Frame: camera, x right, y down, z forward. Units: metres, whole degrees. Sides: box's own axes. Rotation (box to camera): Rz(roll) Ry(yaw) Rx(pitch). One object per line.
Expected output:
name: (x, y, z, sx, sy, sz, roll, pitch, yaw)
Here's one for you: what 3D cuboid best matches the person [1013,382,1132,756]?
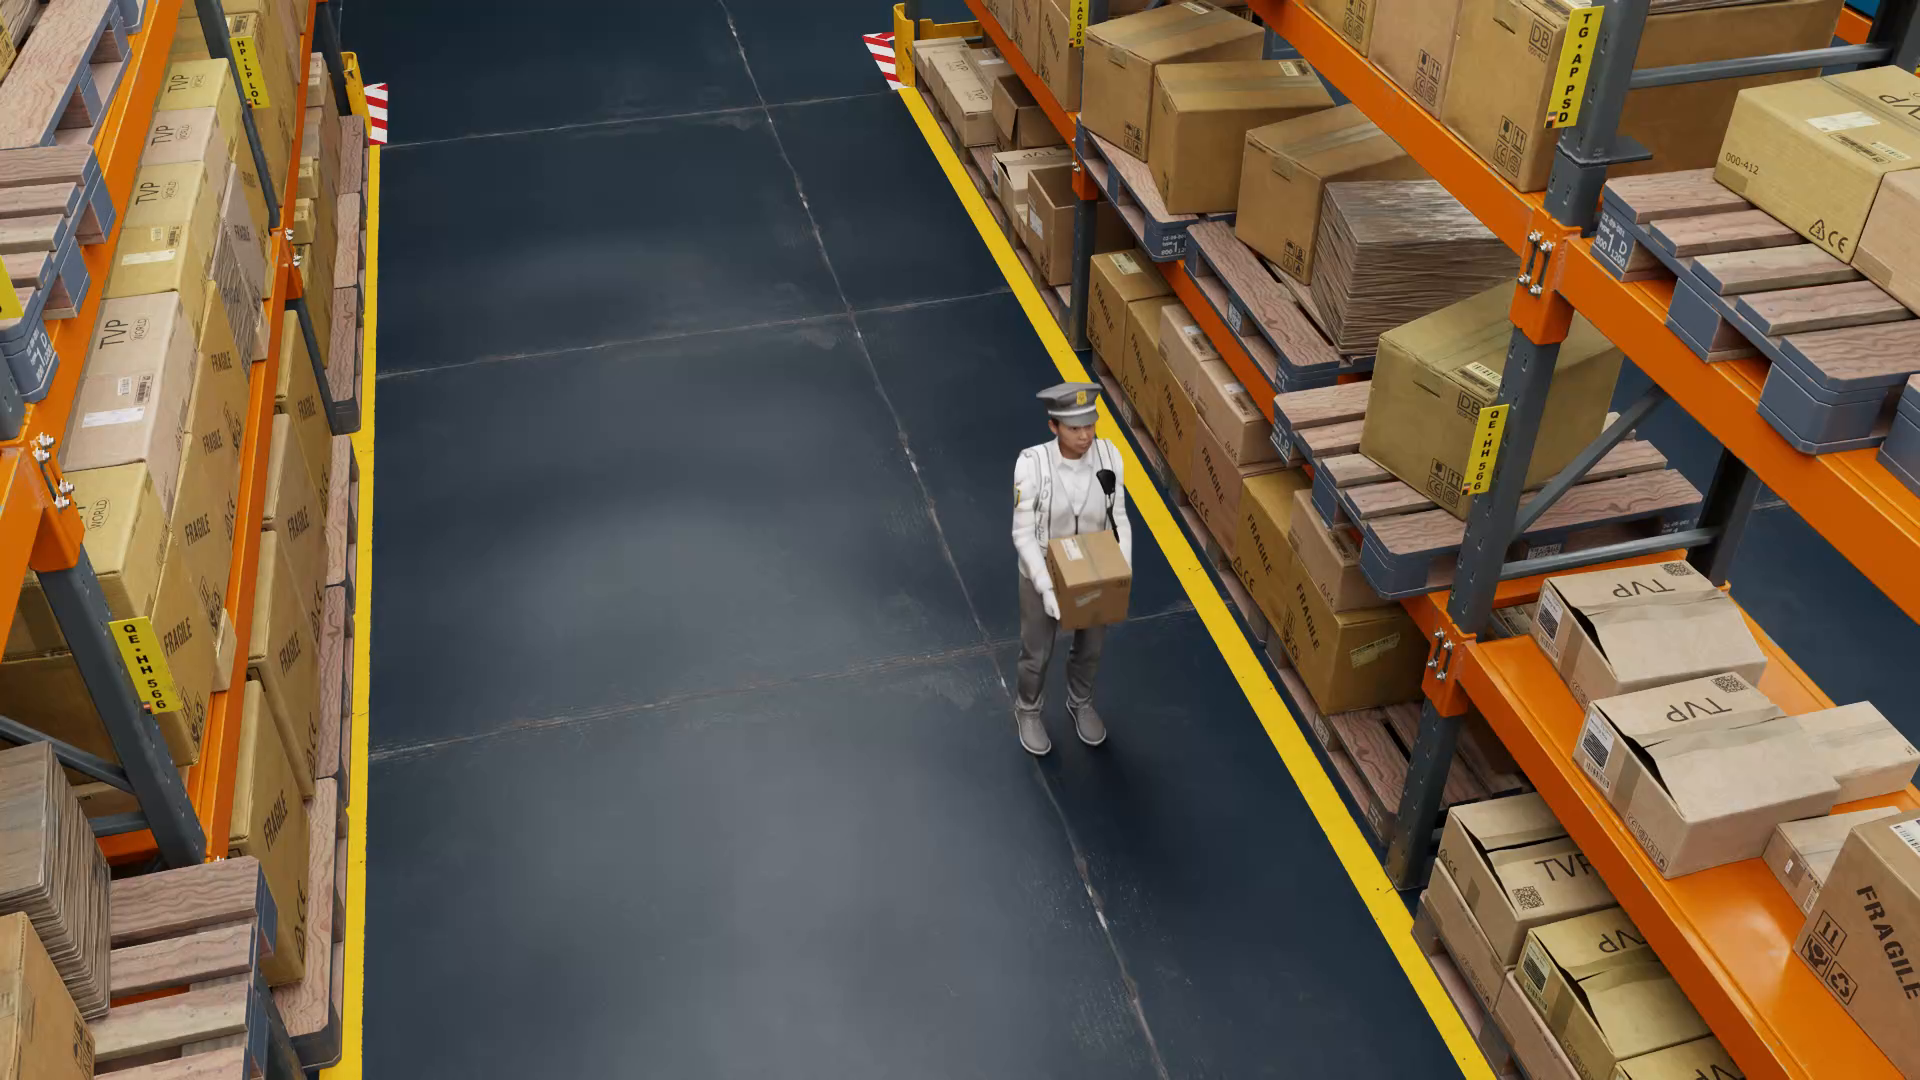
person: (0.415, 0.162, 6.488, 0.425, 1.686, 0.564, -9, 39, -12)
